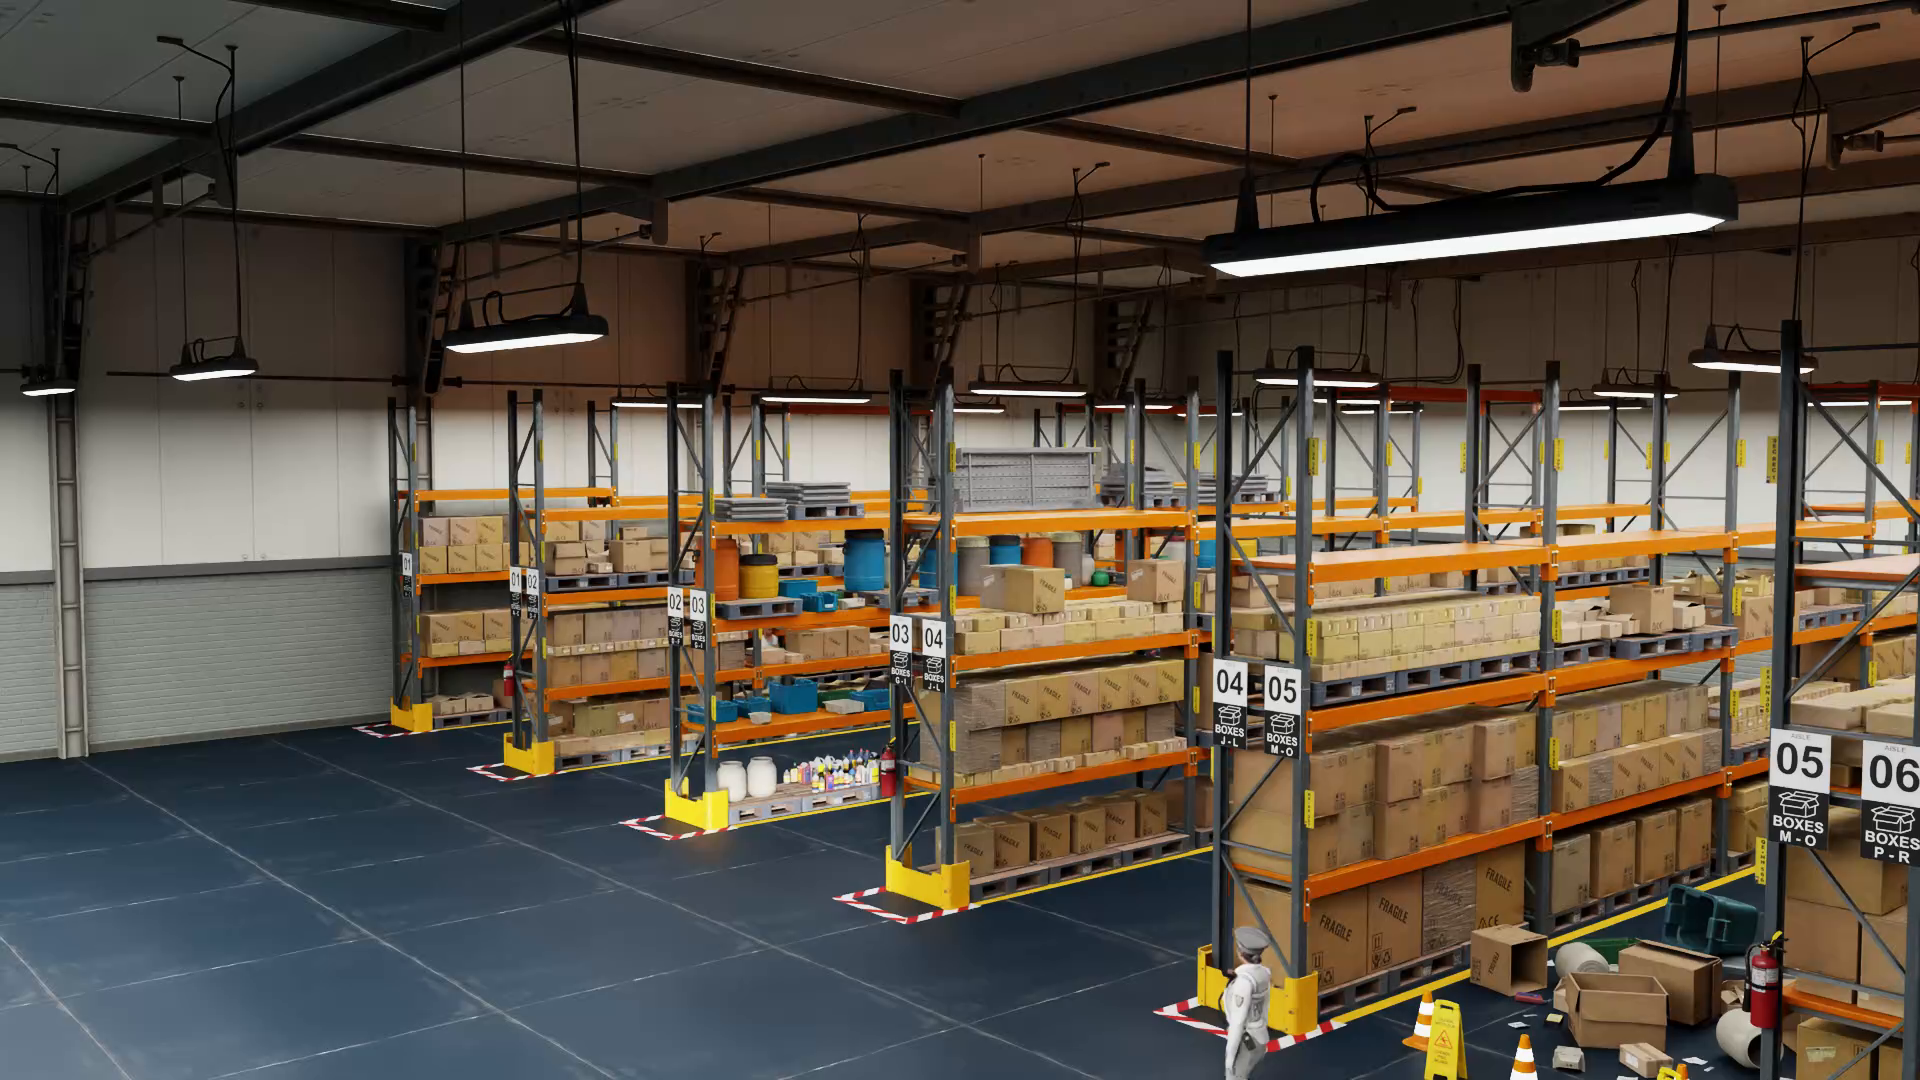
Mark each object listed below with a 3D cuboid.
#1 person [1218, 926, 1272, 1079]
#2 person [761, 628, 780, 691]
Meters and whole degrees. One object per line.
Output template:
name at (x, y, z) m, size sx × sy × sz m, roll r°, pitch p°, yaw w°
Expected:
person at (2.088, 3.614, 11.922) m, size 0.549 × 1.683 × 0.429 m, roll 0°, pitch 3°, yaw -1°
person at (-3.643, 2.430, 31.487) m, size 0.635 × 1.792 × 0.386 m, roll -2°, pitch 4°, yaw -32°
